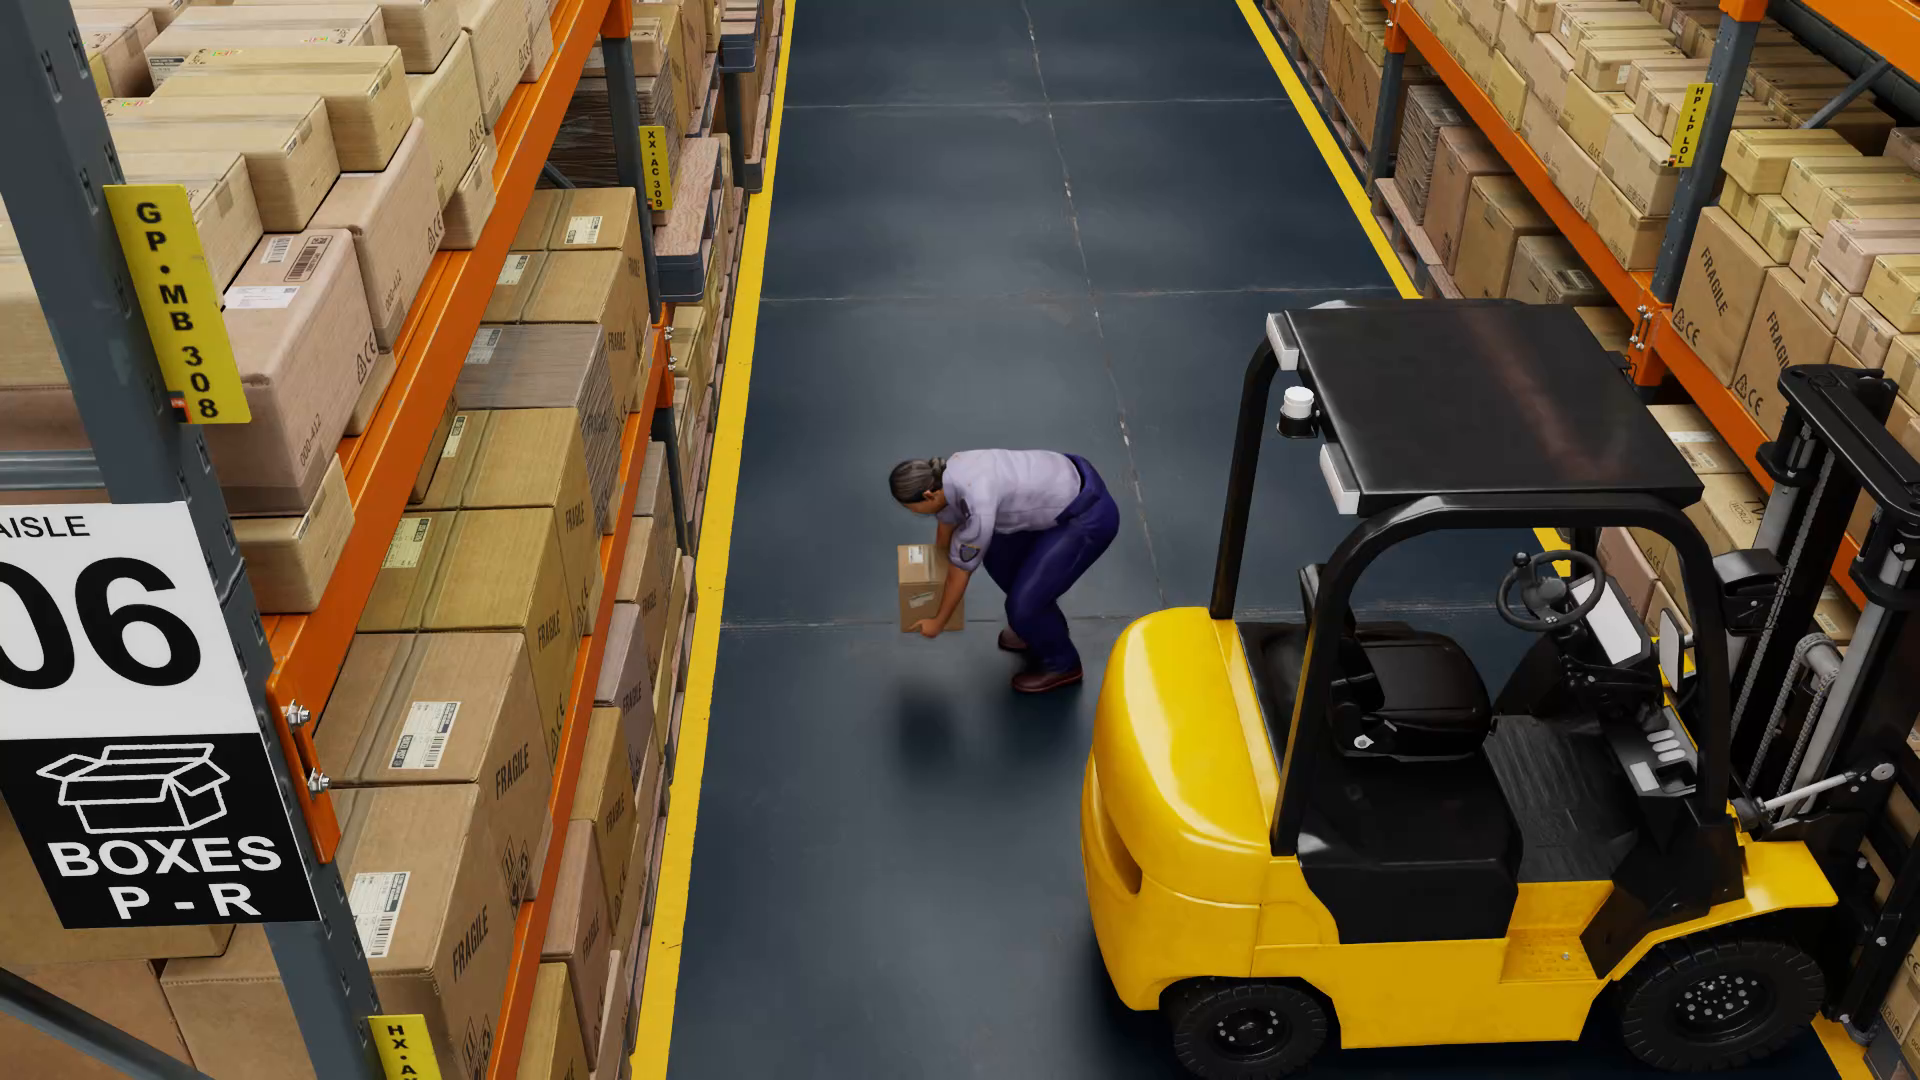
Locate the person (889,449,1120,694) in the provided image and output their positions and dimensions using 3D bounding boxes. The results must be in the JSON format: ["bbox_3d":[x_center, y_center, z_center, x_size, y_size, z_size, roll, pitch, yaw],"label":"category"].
[{"bbox_3d":[0.167,0.087,6.541,0.888,1.067,0.506,-8,36,-11],"label":"person"}]
